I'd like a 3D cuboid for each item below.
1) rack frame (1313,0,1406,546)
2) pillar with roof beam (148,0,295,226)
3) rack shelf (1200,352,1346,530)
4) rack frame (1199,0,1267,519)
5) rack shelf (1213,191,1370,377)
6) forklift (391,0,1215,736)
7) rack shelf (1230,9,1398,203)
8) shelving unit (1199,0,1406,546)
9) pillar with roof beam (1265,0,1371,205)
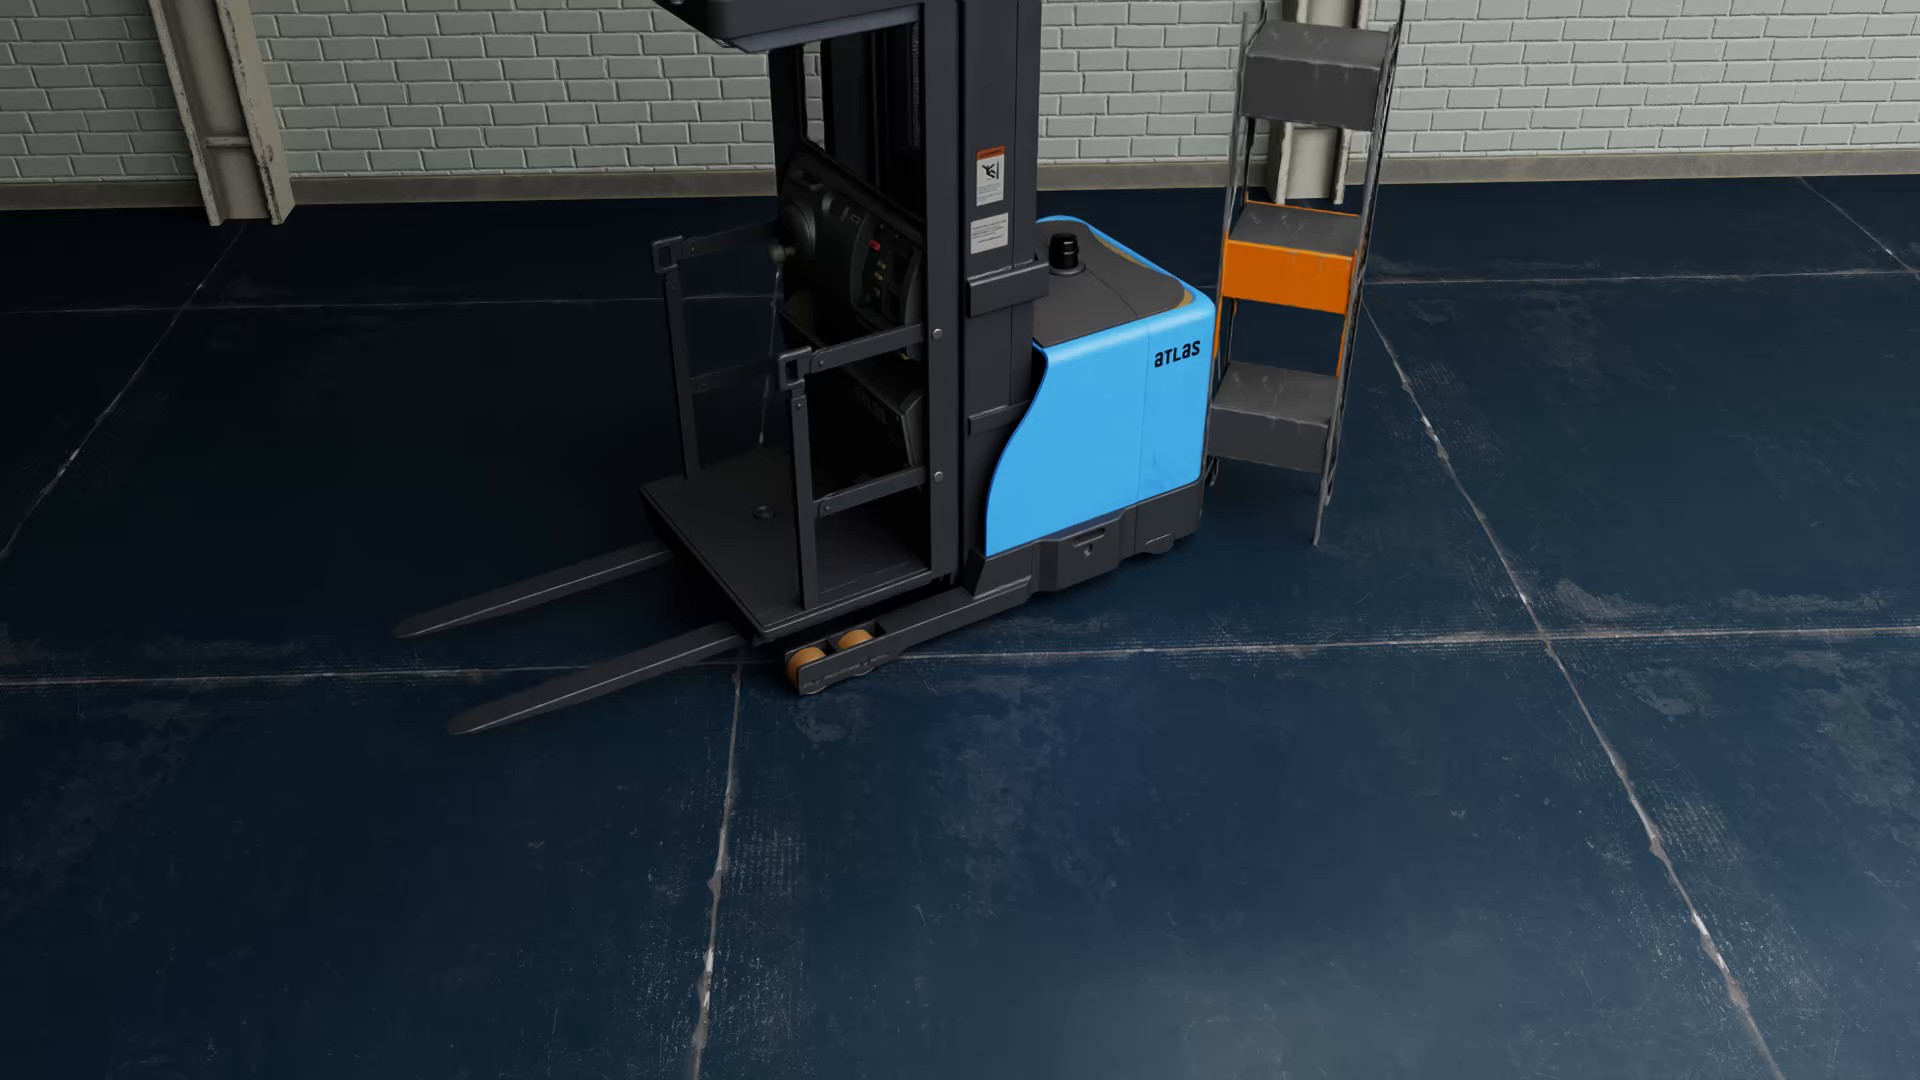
[{"bbox_3d":[1.497,-0.947,6.274,0.015,2.100,0.400,11,36,16],"label":"rack frame"},{"bbox_3d":[-3.798,-3.102,3.324,0.400,9.000,9.100,-2,35,-2],"label":"pillar with roof beam"},{"bbox_3d":[1.266,-0.406,6.745,0.480,0.518,0.431,11,36,16],"label":"rack shelf"},{"bbox_3d":[1.036,-1.038,6.404,0.015,2.100,0.400,11,36,16],"label":"rack frame"},{"bbox_3d":[1.266,-0.981,6.347,0.480,0.518,0.431,11,36,16],"label":"rack shelf"},{"bbox_3d":[-0.558,-0.998,5.617,3.031,2.935,1.130,-19,39,-26],"label":"forklift"},{"bbox_3d":[1.266,-1.557,5.948,0.480,0.518,0.431,11,36,16],"label":"rack shelf"},{"bbox_3d":[1.266,-0.993,6.339,0.503,2.100,0.431,11,36,16],"label":"shelving unit"},{"bbox_3d":[2.195,-3.263,3.558,0.400,9.000,9.100,-2,35,-2],"label":"pillar with roof beam"}]
